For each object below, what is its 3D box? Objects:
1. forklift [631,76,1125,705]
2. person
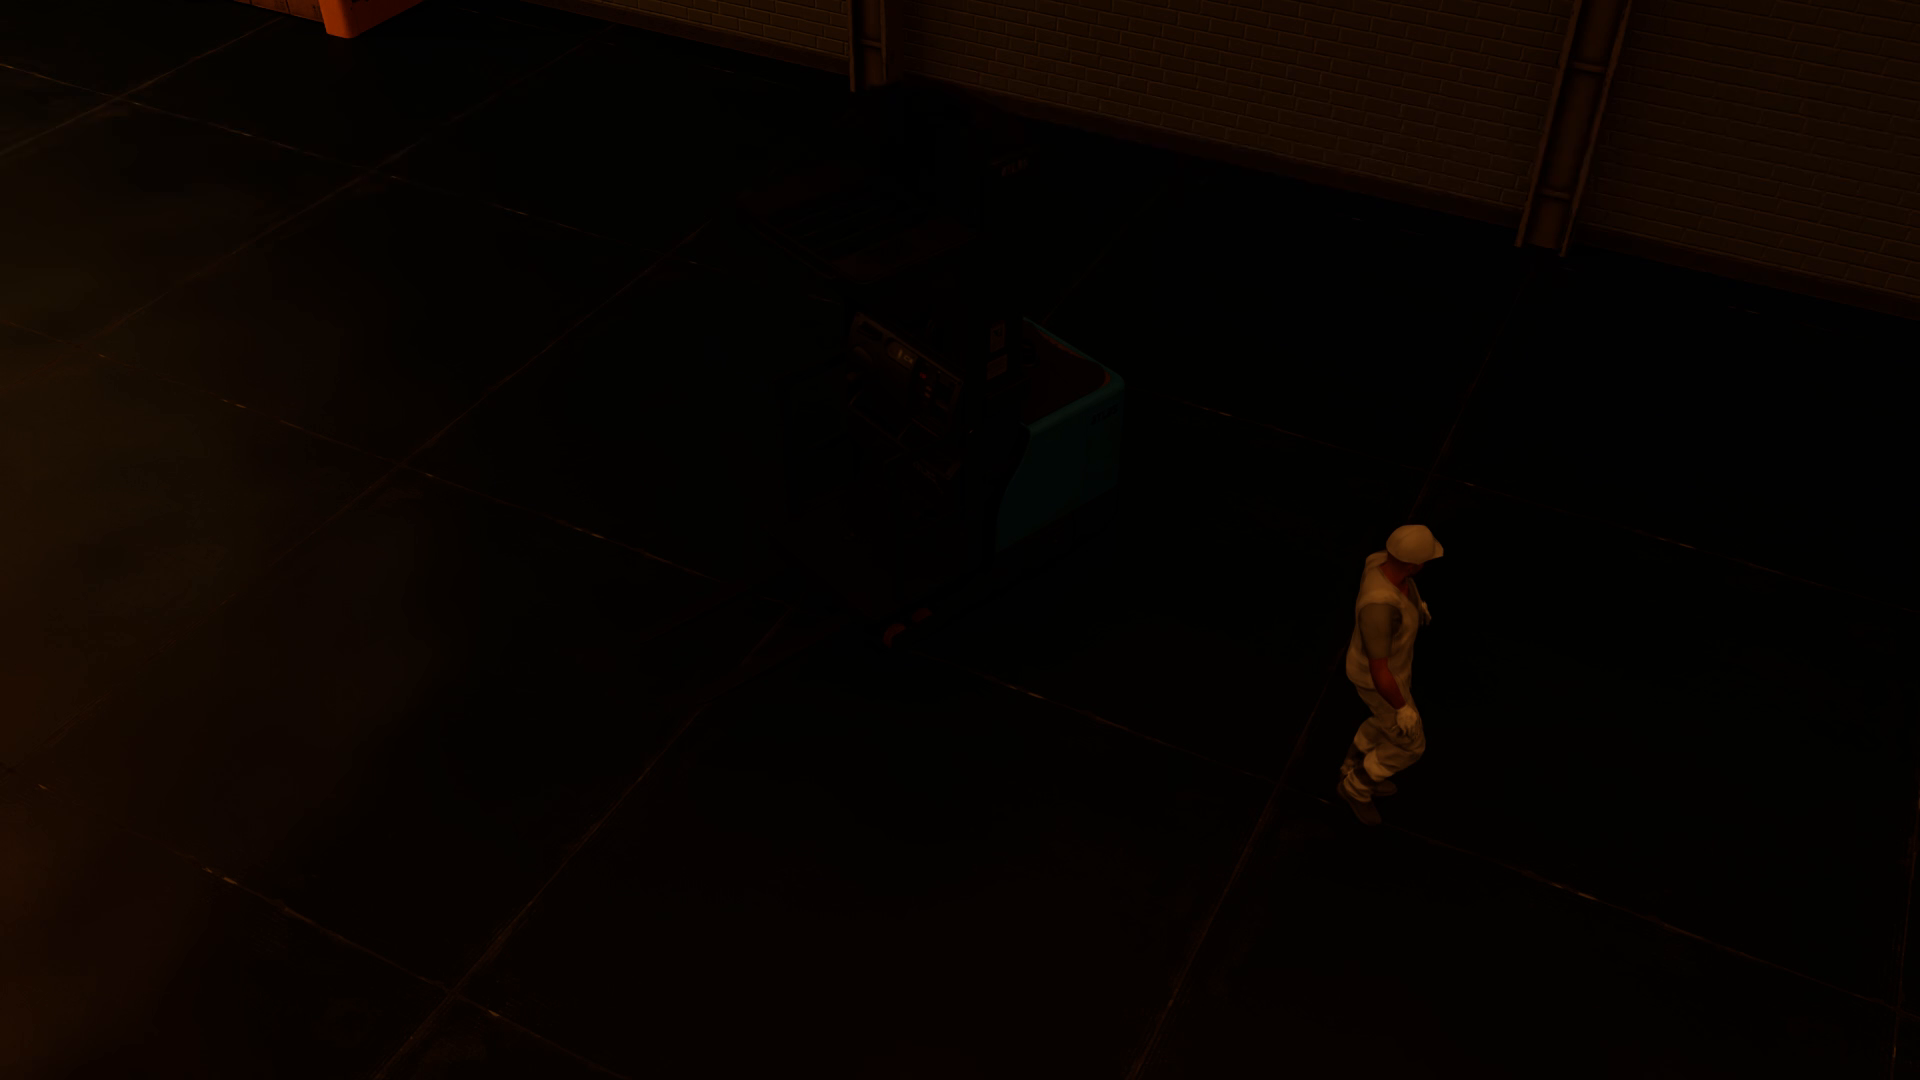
[{"bbox_3d":[-0.465,-0.867,9.016,3.031,2.935,1.130,-29,48,-30],"label":"forklift"},{"bbox_3d":[2.132,0.619,8.176,0.483,1.773,0.844,14,42,16],"label":"person"}]
